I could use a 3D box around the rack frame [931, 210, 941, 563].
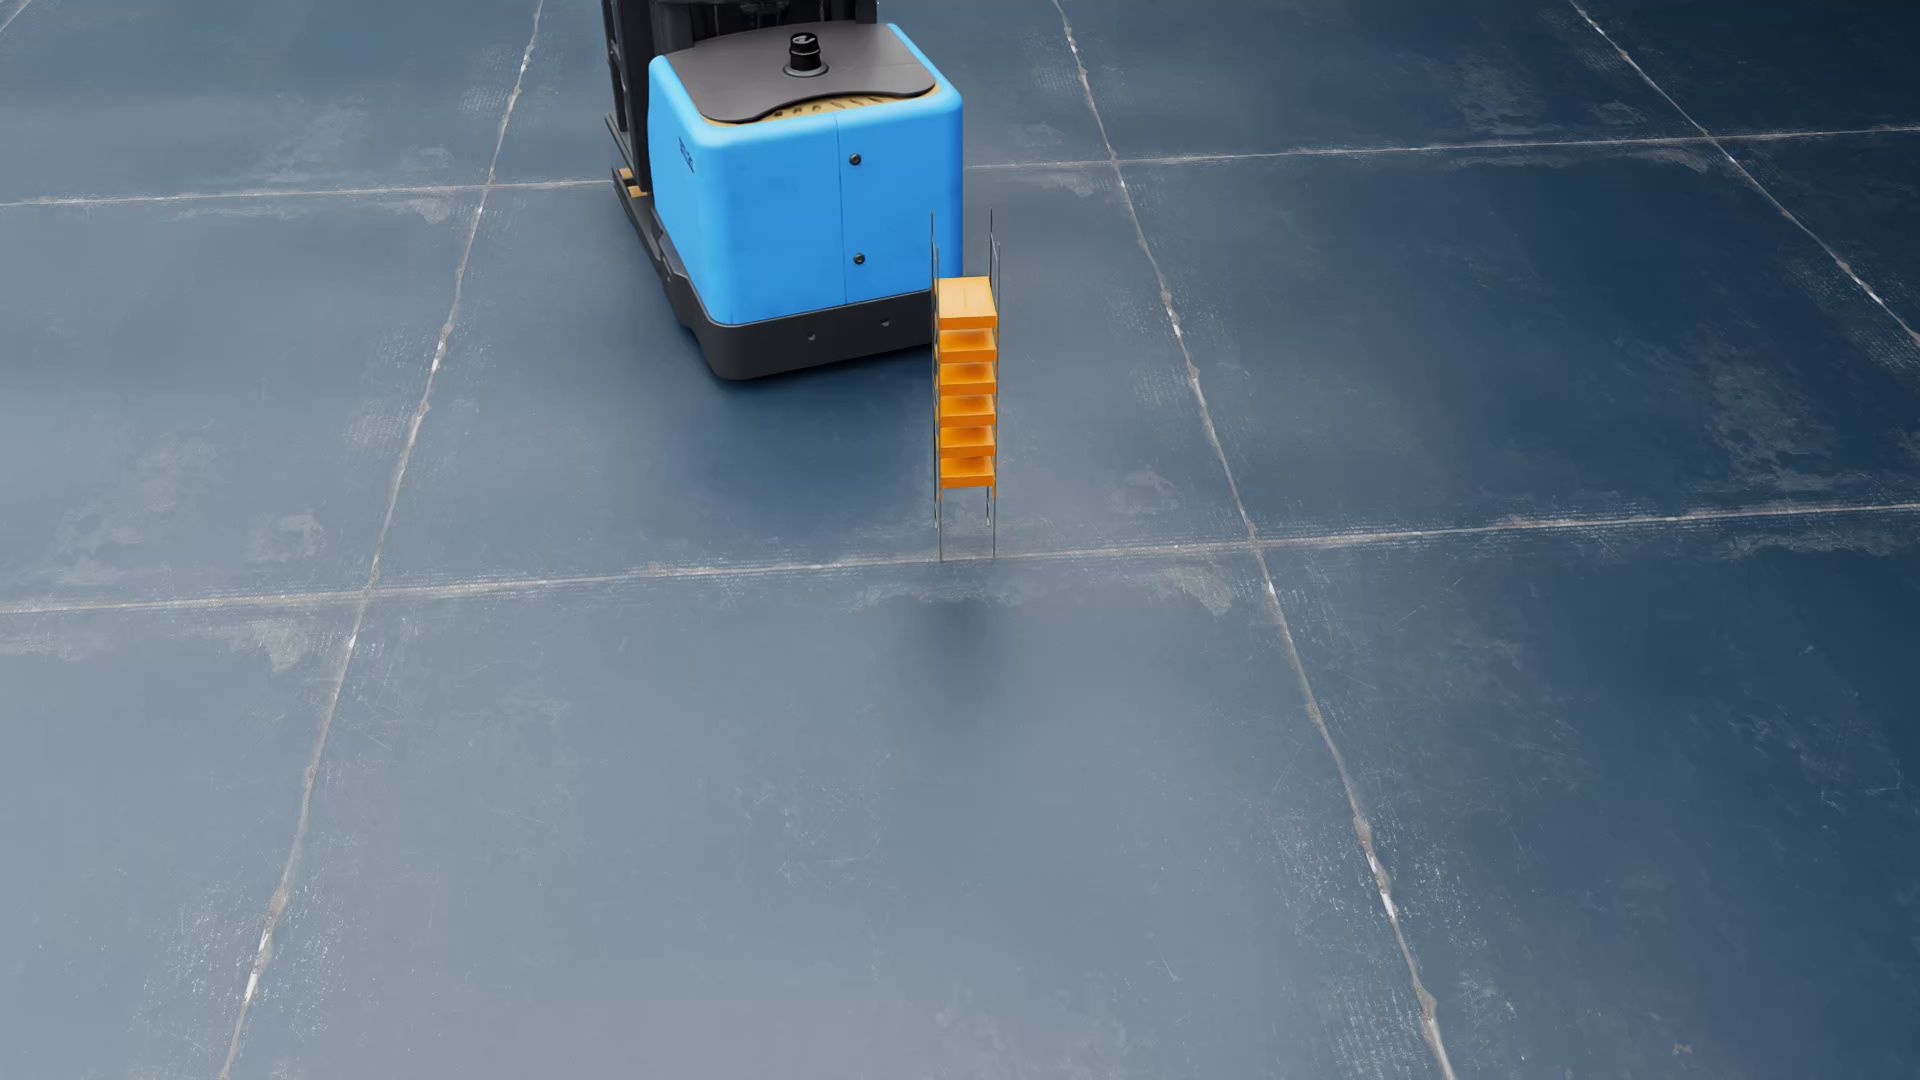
[{"bbox_3d":[-0.077,-0.467,5.373,0.006,1.200,0.240,-3,38,-4],"label":"rack frame"}]

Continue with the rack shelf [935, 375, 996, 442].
[{"bbox_3d":[0.014,-0.437,5.407,0.180,0.103,0.258,-3,38,-4],"label":"rack shelf"}]

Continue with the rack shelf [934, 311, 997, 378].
[{"bbox_3d":[0.014,-0.625,5.258,0.180,0.103,0.258,-3,38,-4],"label":"rack shelf"}]

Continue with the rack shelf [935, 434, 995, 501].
[{"bbox_3d":[0.014,-0.249,5.556,0.180,0.103,0.258,-3,38,-4],"label":"rack shelf"}]

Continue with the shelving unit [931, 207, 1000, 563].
[{"bbox_3d":[0.014,-0.472,5.379,0.189,1.200,0.258,-3,38,-4],"label":"shelving unit"}]

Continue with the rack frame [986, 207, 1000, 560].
[{"bbox_3d":[0.106,-0.477,5.386,0.006,1.200,0.240,-3,38,-4],"label":"rack frame"}]

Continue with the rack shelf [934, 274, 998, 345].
[{"bbox_3d":[0.014,-0.720,5.184,0.180,0.103,0.258,-3,38,-4],"label":"rack shelf"}]

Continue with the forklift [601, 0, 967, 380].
[{"bbox_3d":[-0.968,-2.682,6.783,1.130,2.935,3.031,-13,40,-16],"label":"forklift"}]

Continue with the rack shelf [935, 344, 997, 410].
[{"bbox_3d":[0.014,-0.531,5.333,0.180,0.103,0.258,-3,38,-4],"label":"rack shelf"}]

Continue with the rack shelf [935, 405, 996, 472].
[{"bbox_3d":[0.014,-0.343,5.481,0.180,0.103,0.258,-3,38,-4],"label":"rack shelf"}]
